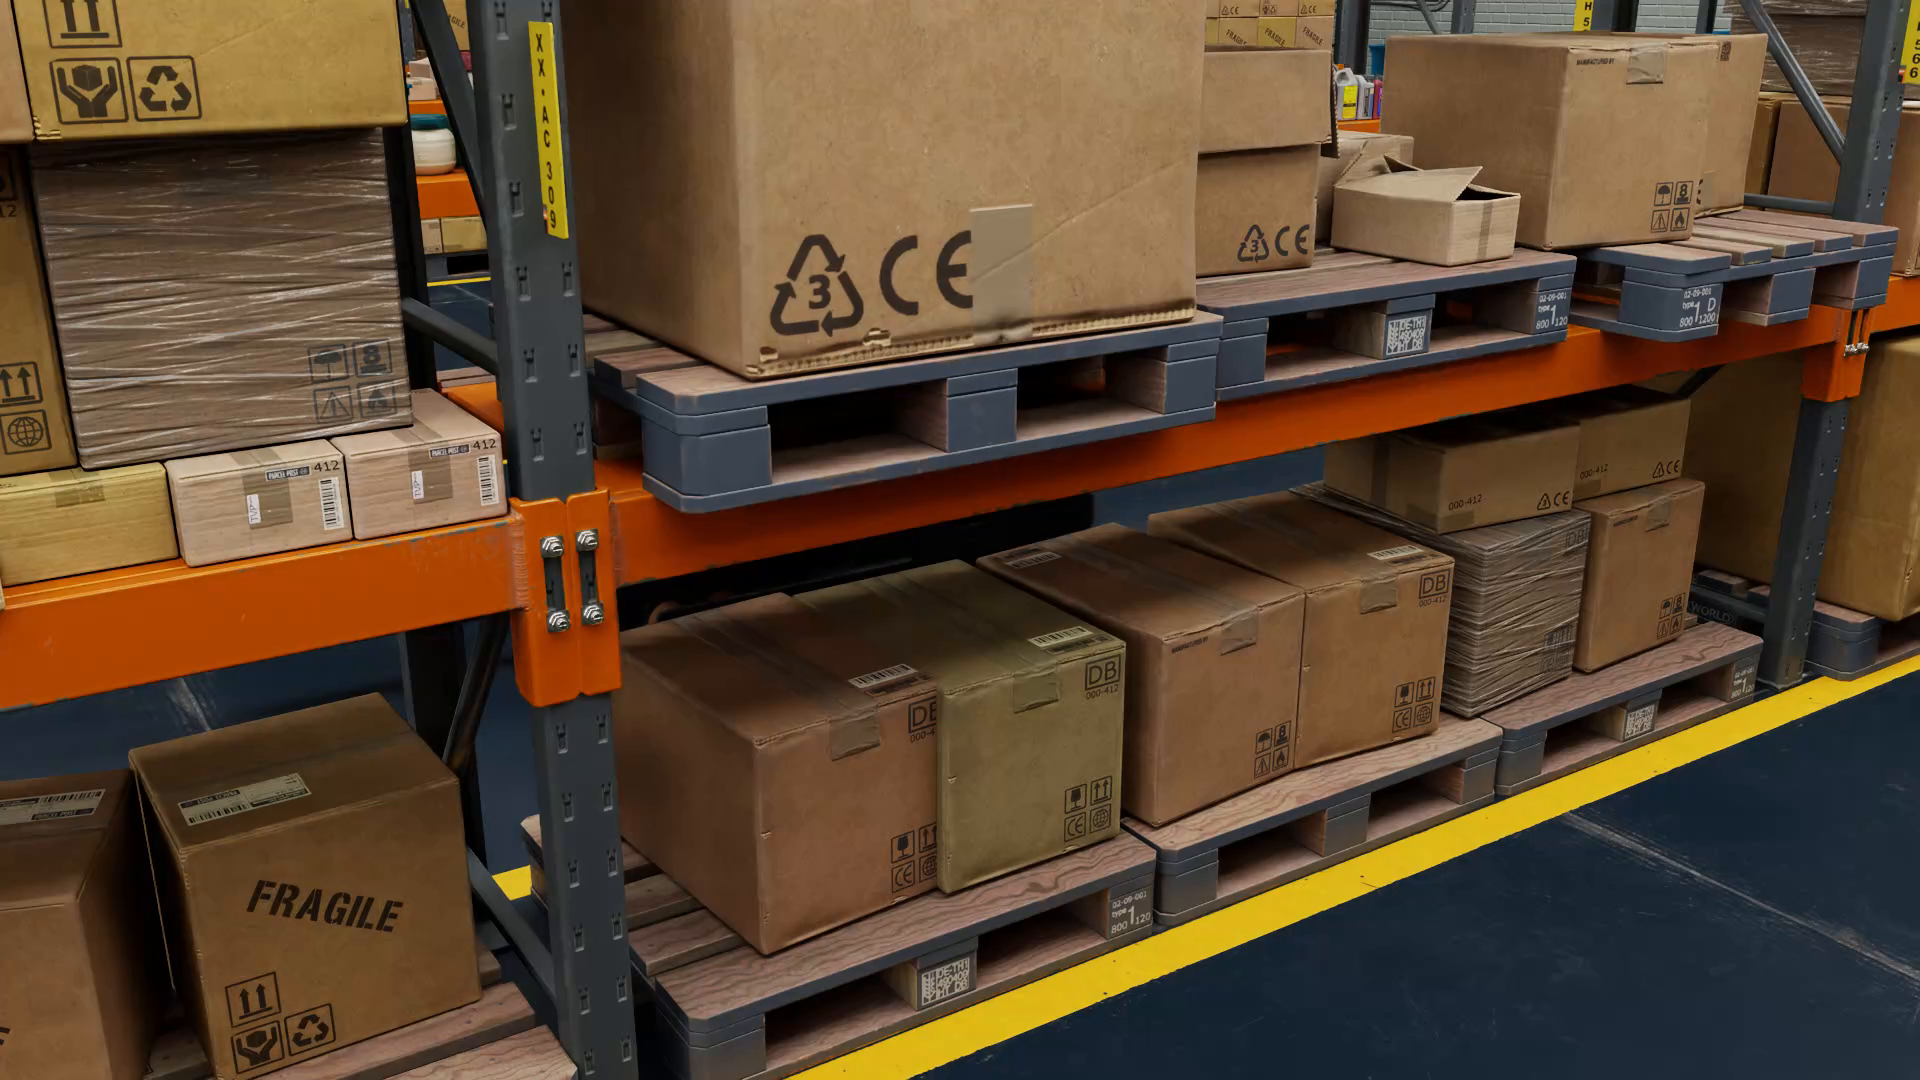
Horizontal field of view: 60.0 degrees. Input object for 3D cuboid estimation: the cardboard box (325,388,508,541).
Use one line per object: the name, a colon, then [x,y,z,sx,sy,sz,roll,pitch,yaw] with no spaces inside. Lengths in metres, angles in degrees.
cardboard box: [-0.968,-0.139,2.863,0.250,0.149,0.380,-12,22,-31]

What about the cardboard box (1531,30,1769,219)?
cardboard box: [1.961,-1.219,4.855,0.500,0.500,0.500,-15,24,-38]

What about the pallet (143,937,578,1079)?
pallet: [-1.492,1.075,3.236,1.213,0.211,1.003,-12,22,-31]

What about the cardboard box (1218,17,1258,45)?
cardboard box: [2.551,-4.855,16.266,0.500,0.500,0.500,-12,22,-31]

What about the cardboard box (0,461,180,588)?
cardboard box: [-1.424,-0.069,2.658,0.250,0.149,0.380,-12,22,-31]

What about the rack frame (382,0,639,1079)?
rack frame: [-0.950,-0.374,3.168,0.127,3.000,1.000,-12,22,-31]

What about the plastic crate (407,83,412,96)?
plastic crate: [-2.924,-1.969,7.910,0.575,0.384,0.392,-12,22,-31]

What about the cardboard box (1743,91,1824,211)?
cardboard box: [2.666,-1.279,5.689,0.500,0.500,0.500,-11,22,-30]

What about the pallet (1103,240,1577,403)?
pallet: [0.760,-0.628,4.219,1.213,0.211,1.003,-12,22,-31]

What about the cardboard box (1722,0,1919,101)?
cardboard box: [3.010,-1.726,5.443,0.637,0.503,0.797,-11,22,-30]

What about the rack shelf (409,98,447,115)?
rack shelf: [-4.725,-3.036,12.164,4.000,0.370,1.077,-12,22,-31]

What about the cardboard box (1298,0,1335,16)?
cardboard box: [3.406,-5.507,16.634,0.500,0.500,0.500,-12,22,-32]

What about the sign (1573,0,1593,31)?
sign: [2.082,-1.775,5.504,0.005,0.325,0.100,-12,22,-31]

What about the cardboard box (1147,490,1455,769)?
cardboard box: [0.916,0.223,4.617,0.500,0.500,0.700,-10,21,-27]

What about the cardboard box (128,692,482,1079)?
cardboard box: [-1.306,0.671,3.324,0.500,0.500,0.500,-13,22,-33]

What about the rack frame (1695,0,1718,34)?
rack frame: [6.348,-3.813,13.338,0.127,3.000,1.000,-12,22,-31]

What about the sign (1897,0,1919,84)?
sign: [2.697,-1.446,4.654,0.005,0.325,0.100,-12,22,-31]

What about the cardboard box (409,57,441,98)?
cardboard box: [-3.908,-3.581,12.793,0.500,0.311,0.500,-12,22,-32]

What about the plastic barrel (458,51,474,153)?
plastic barrel: [-2.142,-2.002,7.772,0.433,0.535,0.433,0,19,0]

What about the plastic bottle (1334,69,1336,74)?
plastic bottle: [2.340,-2.874,10.638,0.185,0.351,0.144,-12,22,-31]

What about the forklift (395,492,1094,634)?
forklift: [-0.999,-1.206,5.737,3.031,2.935,1.130,-11,22,-30]

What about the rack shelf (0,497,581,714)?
rack shelf: [-2.621,0.319,2.241,4.000,0.370,1.077,-12,22,-31]

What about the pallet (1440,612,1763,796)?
pallet: [1.737,0.380,5.292,1.213,0.211,1.003,-12,22,-31]

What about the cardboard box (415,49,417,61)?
cardboard box: [-5.651,-5.070,17.418,0.250,0.149,0.380,-12,22,-31]

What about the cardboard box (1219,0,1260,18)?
cardboard box: [2.554,-5.325,16.096,0.500,0.500,0.500,-11,22,-30]

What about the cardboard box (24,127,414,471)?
cardboard box: [-1.360,-0.500,2.918,0.500,0.500,0.875,-12,22,-31]

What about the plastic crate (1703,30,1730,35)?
plastic crate: [6.171,-3.749,13.001,0.499,0.435,0.616,-12,22,-31]

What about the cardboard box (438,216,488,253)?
cardboard box: [-3.789,-2.376,12.726,0.500,0.250,0.500,-12,22,-32]

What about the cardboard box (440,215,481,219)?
cardboard box: [-3.787,-2.640,12.631,0.500,0.311,0.500,-12,22,-32]

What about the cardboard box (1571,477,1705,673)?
cardboard box: [1.842,0.021,5.217,0.500,0.500,0.700,-13,23,-34]

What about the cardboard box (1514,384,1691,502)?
cardboard box: [1.847,-0.332,5.089,0.500,0.250,0.500,-11,22,-29]

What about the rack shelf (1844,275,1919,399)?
rack shelf: [4.061,-1.090,6.409,4.000,0.370,1.077,-12,22,-31]

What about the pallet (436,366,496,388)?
pallet: [-2.020,-0.743,8.612,1.213,0.211,1.003,-12,22,-31]

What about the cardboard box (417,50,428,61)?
cardboard box: [-5.380,-4.940,17.034,0.250,0.149,0.380,-12,22,-32]

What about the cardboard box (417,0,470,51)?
cardboard box: [-5.236,-5.268,16.992,0.500,0.500,0.500,-11,22,-30]

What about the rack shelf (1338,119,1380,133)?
rack shelf: [1.337,-2.415,10.328,4.000,0.370,1.077,-12,22,-31]

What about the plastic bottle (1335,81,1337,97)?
plastic bottle: [2.265,-2.803,10.428,0.185,0.351,0.144,-12,22,-31]

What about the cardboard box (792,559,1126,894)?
cardboard box: [-0.017,0.420,4.034,0.500,0.500,0.700,-12,22,-32]

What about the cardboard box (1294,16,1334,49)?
cardboard box: [3.402,-5.034,16.795,0.500,0.500,0.500,-11,22,-30]

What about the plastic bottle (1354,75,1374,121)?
plastic bottle: [2.551,-2.829,10.623,0.135,0.276,0.152,-12,22,-31]

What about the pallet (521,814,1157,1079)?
pallet: [-0.301,0.809,4.021,1.213,0.211,1.003,-12,22,-31]

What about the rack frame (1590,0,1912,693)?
rack frame: [2.390,-1.079,5.252,0.127,3.000,1.000,-12,22,-31]

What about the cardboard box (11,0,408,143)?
cardboard box: [-1.175,-0.883,2.492,0.500,0.500,0.500,-12,22,-31]

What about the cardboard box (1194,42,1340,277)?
cardboard box: [0.447,-0.952,4.060,0.637,0.503,0.797,-9,21,-26]

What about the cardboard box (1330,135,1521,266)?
cardboard box: [1.146,-0.848,4.123,0.258,0.266,0.396,-13,22,-33]
